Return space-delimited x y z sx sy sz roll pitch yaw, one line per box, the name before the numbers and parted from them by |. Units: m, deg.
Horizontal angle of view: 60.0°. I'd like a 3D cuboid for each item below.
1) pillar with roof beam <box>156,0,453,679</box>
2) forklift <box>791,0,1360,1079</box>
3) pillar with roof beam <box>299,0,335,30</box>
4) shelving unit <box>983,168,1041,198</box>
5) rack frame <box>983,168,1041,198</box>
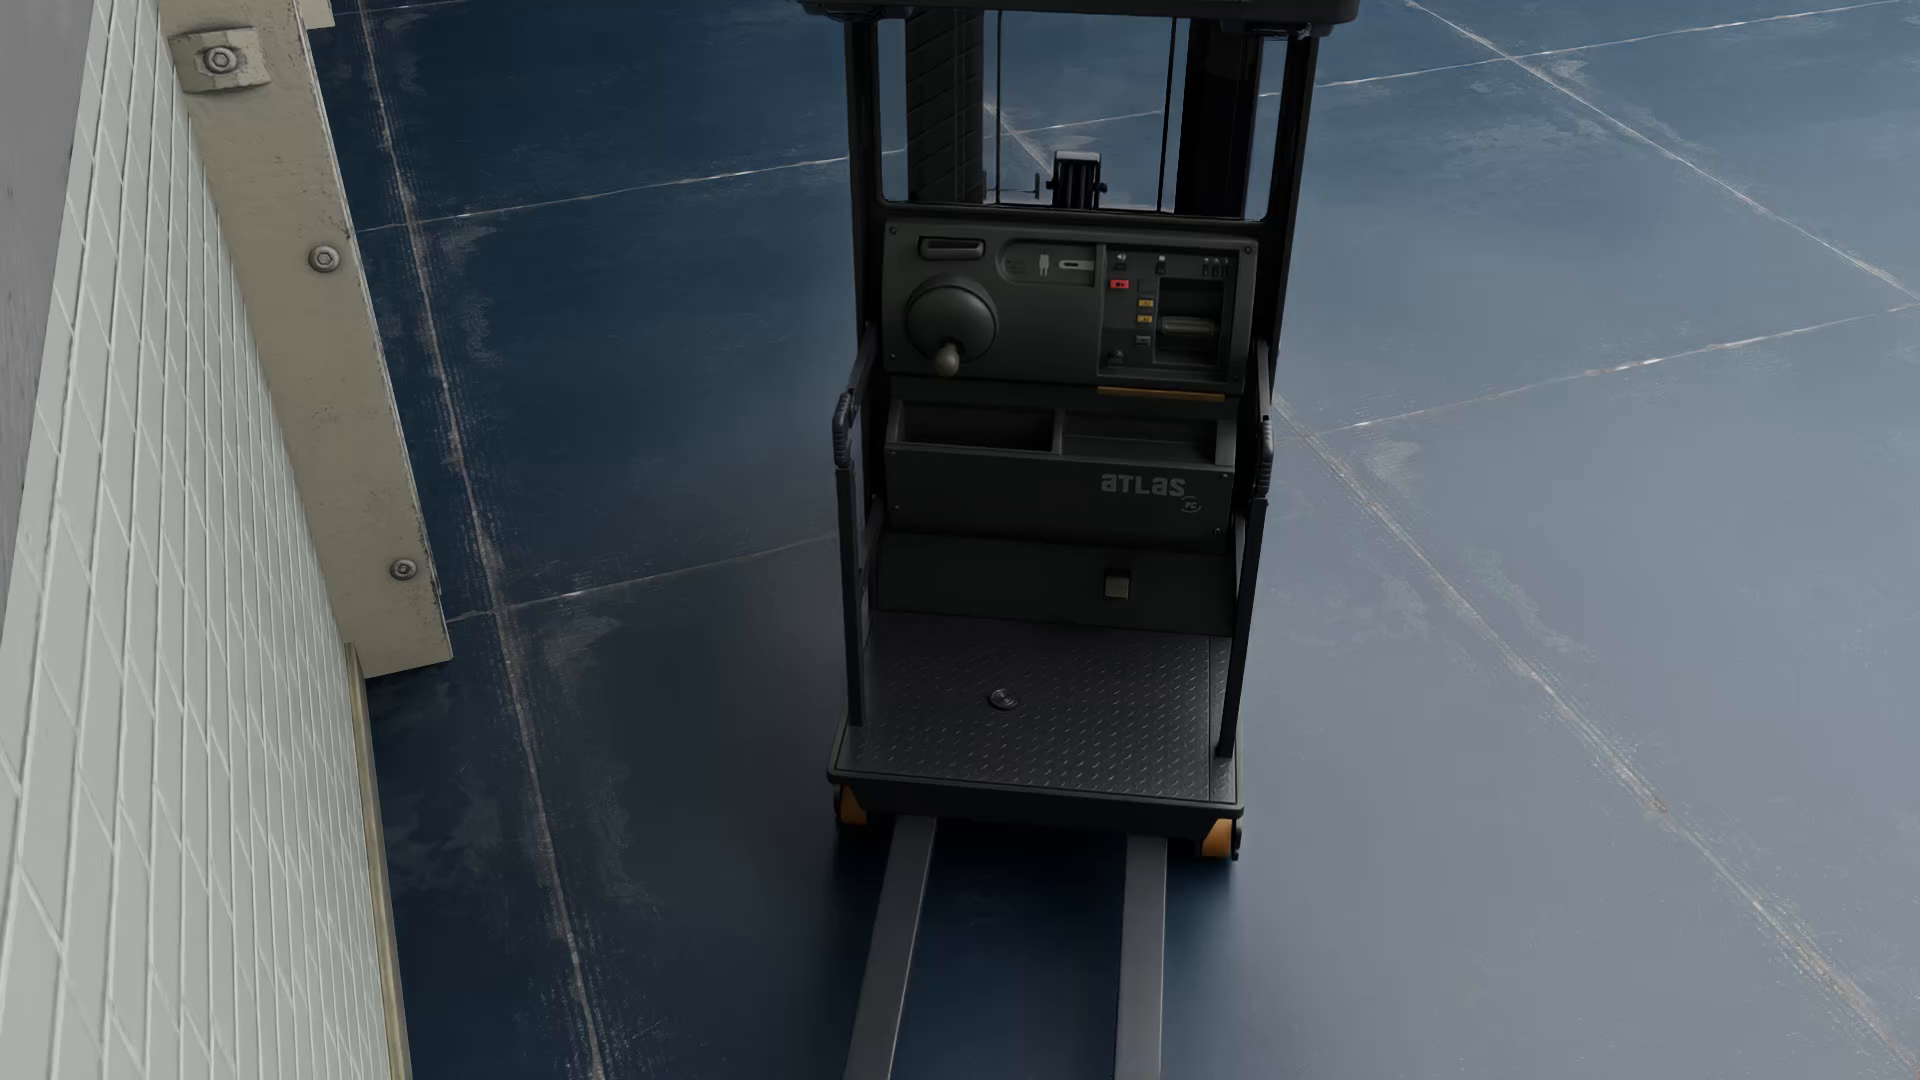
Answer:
pillar with roof beam | 2.229 -4.190 3.833 9.100 9.000 0.400 -12 39 -16
forklift | 0.244 -0.519 4.003 1.130 2.935 3.031 4 37 6
pillar with roof beam | 0.164 -7.580 8.333 9.100 9.000 0.400 -12 39 -16
shelving unit | 0.161 -0.772 5.903 0.215 1.050 0.252 4 37 6
rack frame | 0.176 -0.845 6.000 0.200 1.050 0.008 4 37 6
